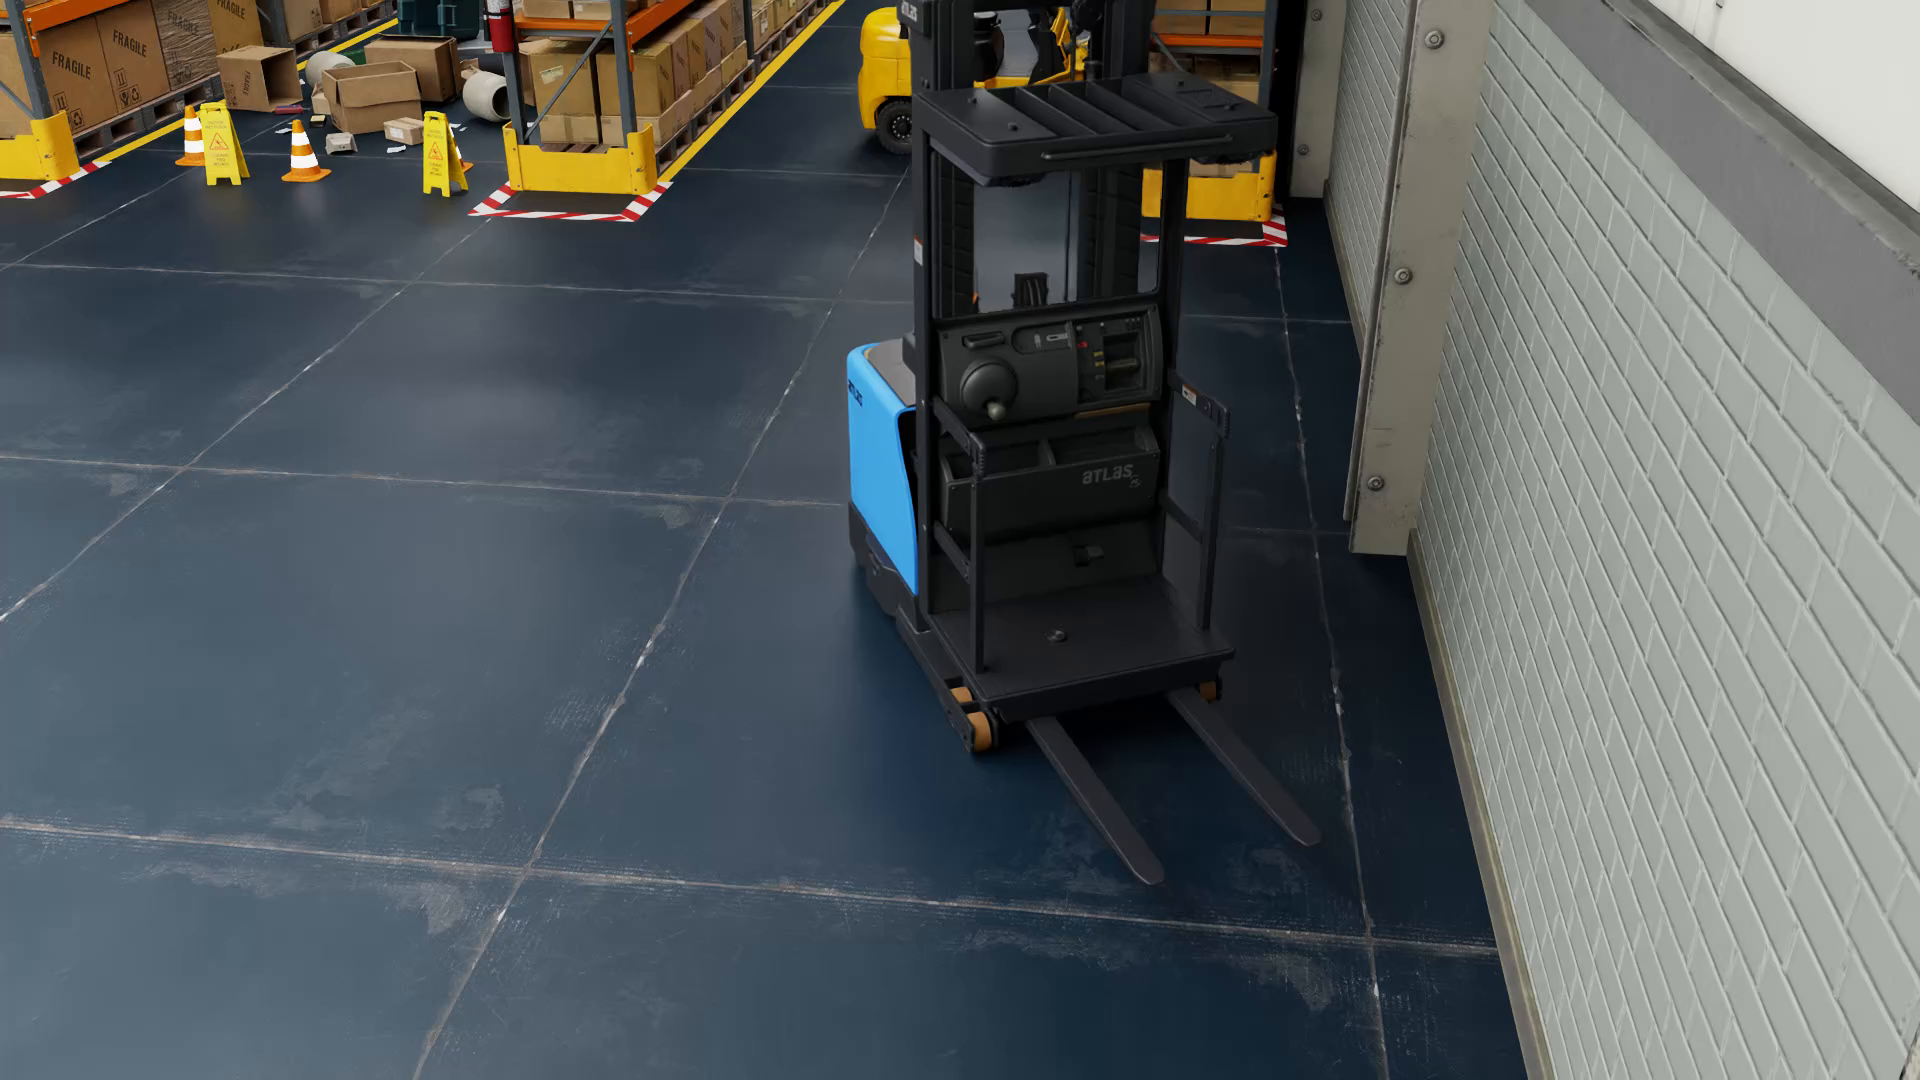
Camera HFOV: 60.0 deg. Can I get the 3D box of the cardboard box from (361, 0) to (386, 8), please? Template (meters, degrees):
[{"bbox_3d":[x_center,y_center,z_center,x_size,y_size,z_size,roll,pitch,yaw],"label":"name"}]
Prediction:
[{"bbox_3d":[-7.300,-6.688,19.431,1.050,0.750,0.750,4,29,7],"label":"cardboard box"}]

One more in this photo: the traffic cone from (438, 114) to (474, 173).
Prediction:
[{"bbox_3d":[-4.315,-3.341,13.965,0.336,0.463,0.334,3,28,6],"label":"traffic cone"}]

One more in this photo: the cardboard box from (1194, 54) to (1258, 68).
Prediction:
[{"bbox_3d":[2.144,-3.759,13.468,0.500,0.250,0.500,3,28,6],"label":"cardboard box"}]

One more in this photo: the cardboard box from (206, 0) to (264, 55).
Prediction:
[{"bbox_3d":[-7.669,-5.261,16.651,0.875,0.875,0.875,4,29,7],"label":"cardboard box"}]

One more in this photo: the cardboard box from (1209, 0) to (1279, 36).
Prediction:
[{"bbox_3d":[2.176,-4.155,12.695,0.500,0.500,0.500,4,29,8],"label":"cardboard box"}]

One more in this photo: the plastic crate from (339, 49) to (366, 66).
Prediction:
[{"bbox_3d":[-6.244,-4.933,17.149,0.450,0.188,0.662,9,28,37],"label":"plastic crate"}]

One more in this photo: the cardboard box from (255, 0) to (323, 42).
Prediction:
[{"bbox_3d":[-7.536,-5.796,17.775,1.050,0.750,0.750,3,28,6],"label":"cardboard box"}]

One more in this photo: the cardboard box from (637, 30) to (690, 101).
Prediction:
[{"bbox_3d":[-2.652,-4.107,14.376,0.500,0.500,0.500,2,28,4],"label":"cardboard box"}]

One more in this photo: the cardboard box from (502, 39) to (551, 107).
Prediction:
[{"bbox_3d":[-4.079,-4.539,16.146,0.500,0.500,0.500,-24,36,-37],"label":"cardboard box"}]

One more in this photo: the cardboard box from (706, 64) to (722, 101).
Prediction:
[{"bbox_3d":[-2.525,-4.254,15.440,0.500,0.250,0.500,4,29,7],"label":"cardboard box"}]

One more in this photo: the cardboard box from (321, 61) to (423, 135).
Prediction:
[{"bbox_3d":[-5.385,-4.056,15.248,0.797,0.503,0.637,-17,33,-29],"label":"cardboard box"}]

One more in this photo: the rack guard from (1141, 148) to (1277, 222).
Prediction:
[{"bbox_3d":[1.836,-2.782,12.888,1.175,0.500,0.348,3,28,6],"label":"rack guard"}]

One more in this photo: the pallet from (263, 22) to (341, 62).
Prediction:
[{"bbox_3d":[-7.503,-5.444,18.132,1.003,0.211,1.213,3,28,6],"label":"pallet"}]

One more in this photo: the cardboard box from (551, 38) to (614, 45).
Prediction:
[{"bbox_3d":[-3.188,-4.124,14.407,0.500,0.500,0.500,4,29,8],"label":"cardboard box"}]

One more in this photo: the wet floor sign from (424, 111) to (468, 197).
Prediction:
[{"bbox_3d":[-4.173,-3.117,13.356,0.267,0.644,0.232,14,31,24],"label":"wet floor sign"}]

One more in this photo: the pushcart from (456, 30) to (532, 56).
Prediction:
[{"bbox_3d":[-4.866,-5.018,17.167,1.648,0.377,0.936,-6,29,-11],"label":"pushcart"}]

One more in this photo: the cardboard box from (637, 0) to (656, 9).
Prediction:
[{"bbox_3d":[-2.711,-4.458,13.627,0.380,0.149,0.250,2,28,5],"label":"cardboard box"}]

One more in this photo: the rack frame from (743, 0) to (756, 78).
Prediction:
[{"bbox_3d":[-2.597,-6.064,16.343,1.000,3.000,0.127,3,28,6],"label":"rack frame"}]

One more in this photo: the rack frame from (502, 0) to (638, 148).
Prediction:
[{"bbox_3d":[-3.087,-4.181,12.848,1.000,3.000,0.127,3,28,6],"label":"rack frame"}]

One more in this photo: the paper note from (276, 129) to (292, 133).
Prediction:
[{"bbox_3d":[-6.141,-3.733,15.149,0.144,0.017,0.142,14,31,24],"label":"paper note"}]

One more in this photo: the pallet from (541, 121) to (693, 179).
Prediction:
[{"bbox_3d":[-2.944,-3.369,14.282,1.003,0.211,1.213,3,28,6],"label":"pallet"}]

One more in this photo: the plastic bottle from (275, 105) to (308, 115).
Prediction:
[{"bbox_3d":[-6.331,-4.080,15.759,0.283,0.061,0.133,-6,29,-11],"label":"plastic bottle"}]

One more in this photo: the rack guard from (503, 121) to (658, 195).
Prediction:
[{"bbox_3d":[-3.078,-3.116,13.507,1.175,0.500,0.348,3,28,6],"label":"rack guard"}]

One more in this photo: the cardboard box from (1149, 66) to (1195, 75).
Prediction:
[{"bbox_3d":[1.586,-3.544,13.067,0.500,0.250,0.500,4,29,8],"label":"cardboard box"}]

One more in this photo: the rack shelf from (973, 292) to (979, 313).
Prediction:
[{"bbox_3d":[-0.063,-1.065,8.133,0.258,0.148,0.480,4,29,7],"label":"rack shelf"}]

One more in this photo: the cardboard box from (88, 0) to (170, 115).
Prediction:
[{"bbox_3d":[-7.889,-4.408,15.067,0.875,0.875,0.875,3,28,5],"label":"cardboard box"}]

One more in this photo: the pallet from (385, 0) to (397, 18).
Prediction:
[{"bbox_3d":[-7.204,-6.592,20.264,1.003,0.211,1.213,3,28,6],"label":"pallet"}]

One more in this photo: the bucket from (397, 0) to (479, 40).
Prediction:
[{"bbox_3d":[-5.251,-5.334,16.837,0.726,0.611,0.620,14,21,24],"label":"bucket"}]

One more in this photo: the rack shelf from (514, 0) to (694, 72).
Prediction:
[{"bbox_3d":[-2.842,-4.806,14.766,1.077,0.370,4.000,3,28,6],"label":"rack shelf"}]

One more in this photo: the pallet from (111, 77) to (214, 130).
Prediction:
[{"bbox_3d":[-7.840,-4.147,15.725,1.003,0.211,1.213,3,28,6],"label":"pallet"}]

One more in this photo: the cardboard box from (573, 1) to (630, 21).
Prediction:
[{"bbox_3d":[-2.840,-4.218,13.182,0.380,0.149,0.250,3,29,6],"label":"cardboard box"}]

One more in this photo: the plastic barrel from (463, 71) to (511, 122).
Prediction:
[{"bbox_3d":[-4.337,-4.107,15.427,0.421,0.421,0.512,-24,36,-37],"label":"plastic barrel"}]

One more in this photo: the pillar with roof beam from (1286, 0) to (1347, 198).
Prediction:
[{"bbox_3d":[-1.453,-7.061,11.868,9.100,9.000,0.400,3,28,6],"label":"pillar with roof beam"}]

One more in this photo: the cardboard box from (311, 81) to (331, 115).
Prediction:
[{"bbox_3d":[-5.905,-4.184,15.737,0.396,0.266,0.258,8,29,15],"label":"cardboard box"}]

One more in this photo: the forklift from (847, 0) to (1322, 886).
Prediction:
[{"bbox_3d":[0.441,-0.657,6.380,1.130,2.935,3.031,-10,30,-17],"label":"forklift"}]

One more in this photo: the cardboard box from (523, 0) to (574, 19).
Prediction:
[{"bbox_3d":[-3.254,-4.259,13.257,0.380,0.149,0.250,4,29,8],"label":"cardboard box"}]

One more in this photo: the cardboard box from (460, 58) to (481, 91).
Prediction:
[{"bbox_3d":[-4.827,-4.601,16.511,0.258,0.266,0.396,-17,33,-29],"label":"cardboard box"}]

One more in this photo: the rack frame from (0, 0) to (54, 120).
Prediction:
[{"bbox_3d":[-8.013,-4.421,13.294,1.000,3.000,0.127,3,28,6],"label":"rack frame"}]

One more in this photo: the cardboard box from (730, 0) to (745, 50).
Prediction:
[{"bbox_3d":[-2.404,-5.074,16.172,0.500,0.500,0.500,3,28,5],"label":"cardboard box"}]

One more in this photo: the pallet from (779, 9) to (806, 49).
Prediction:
[{"bbox_3d":[-2.356,-5.779,18.754,1.003,0.211,1.213,3,28,6],"label":"pallet"}]

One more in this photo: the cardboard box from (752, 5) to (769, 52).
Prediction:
[{"bbox_3d":[-2.536,-5.339,17.325,0.950,0.372,0.625,4,29,7],"label":"cardboard box"}]

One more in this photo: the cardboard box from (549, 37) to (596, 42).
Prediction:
[{"bbox_3d":[-3.270,-4.340,14.125,0.380,0.149,0.250,4,29,8],"label":"cardboard box"}]

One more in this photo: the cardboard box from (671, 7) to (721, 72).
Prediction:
[{"bbox_3d":[-2.525,-4.594,15.281,0.500,0.500,0.500,5,29,9],"label":"cardboard box"}]

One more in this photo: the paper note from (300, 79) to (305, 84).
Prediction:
[{"bbox_3d":[-6.706,-4.628,16.808,0.147,0.020,0.142,-17,33,-29],"label":"paper note"}]

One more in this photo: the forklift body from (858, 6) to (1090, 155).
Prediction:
[{"bbox_3d":[0.261,-4.519,14.371,2.313,2.155,1.214,3,28,6],"label":"forklift body"}]

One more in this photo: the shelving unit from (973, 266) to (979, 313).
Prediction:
[{"bbox_3d":[-0.063,-0.719,8.320,0.258,1.200,0.503,4,29,7],"label":"shelving unit"}]

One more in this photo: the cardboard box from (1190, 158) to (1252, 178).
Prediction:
[{"bbox_3d":[2.094,-3.088,13.276,0.500,0.250,0.500,3,29,6],"label":"cardboard box"}]

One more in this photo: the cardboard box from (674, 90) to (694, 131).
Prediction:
[{"bbox_3d":[-2.644,-3.759,14.521,0.500,0.250,0.500,4,29,8],"label":"cardboard box"}]

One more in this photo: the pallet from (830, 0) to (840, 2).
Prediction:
[{"bbox_3d":[-1.936,-7.086,21.180,1.003,0.211,1.213,3,28,6],"label":"pallet"}]

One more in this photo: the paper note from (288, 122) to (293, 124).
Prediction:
[{"bbox_3d":[-6.179,-3.877,15.437,0.032,0.001,0.123,20,34,32],"label":"paper note"}]

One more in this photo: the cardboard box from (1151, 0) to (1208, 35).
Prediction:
[{"bbox_3d":[1.639,-4.185,12.750,0.500,0.500,0.500,3,28,5],"label":"cardboard box"}]

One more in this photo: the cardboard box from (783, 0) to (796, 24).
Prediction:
[{"bbox_3d":[-2.367,-6.005,18.561,0.950,0.372,0.625,4,29,8],"label":"cardboard box"}]

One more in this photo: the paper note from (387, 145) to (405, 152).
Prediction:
[{"bbox_3d":[-4.947,-3.434,14.593,0.148,0.019,0.142,-6,29,-11],"label":"paper note"}]

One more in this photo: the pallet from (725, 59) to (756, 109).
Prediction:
[{"bbox_3d":[-2.645,-4.518,16.414,1.003,0.211,1.213,3,28,6],"label":"pallet"}]

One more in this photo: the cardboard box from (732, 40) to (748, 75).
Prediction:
[{"bbox_3d":[-2.403,-4.744,16.350,0.500,0.250,0.500,5,29,9],"label":"cardboard box"}]
